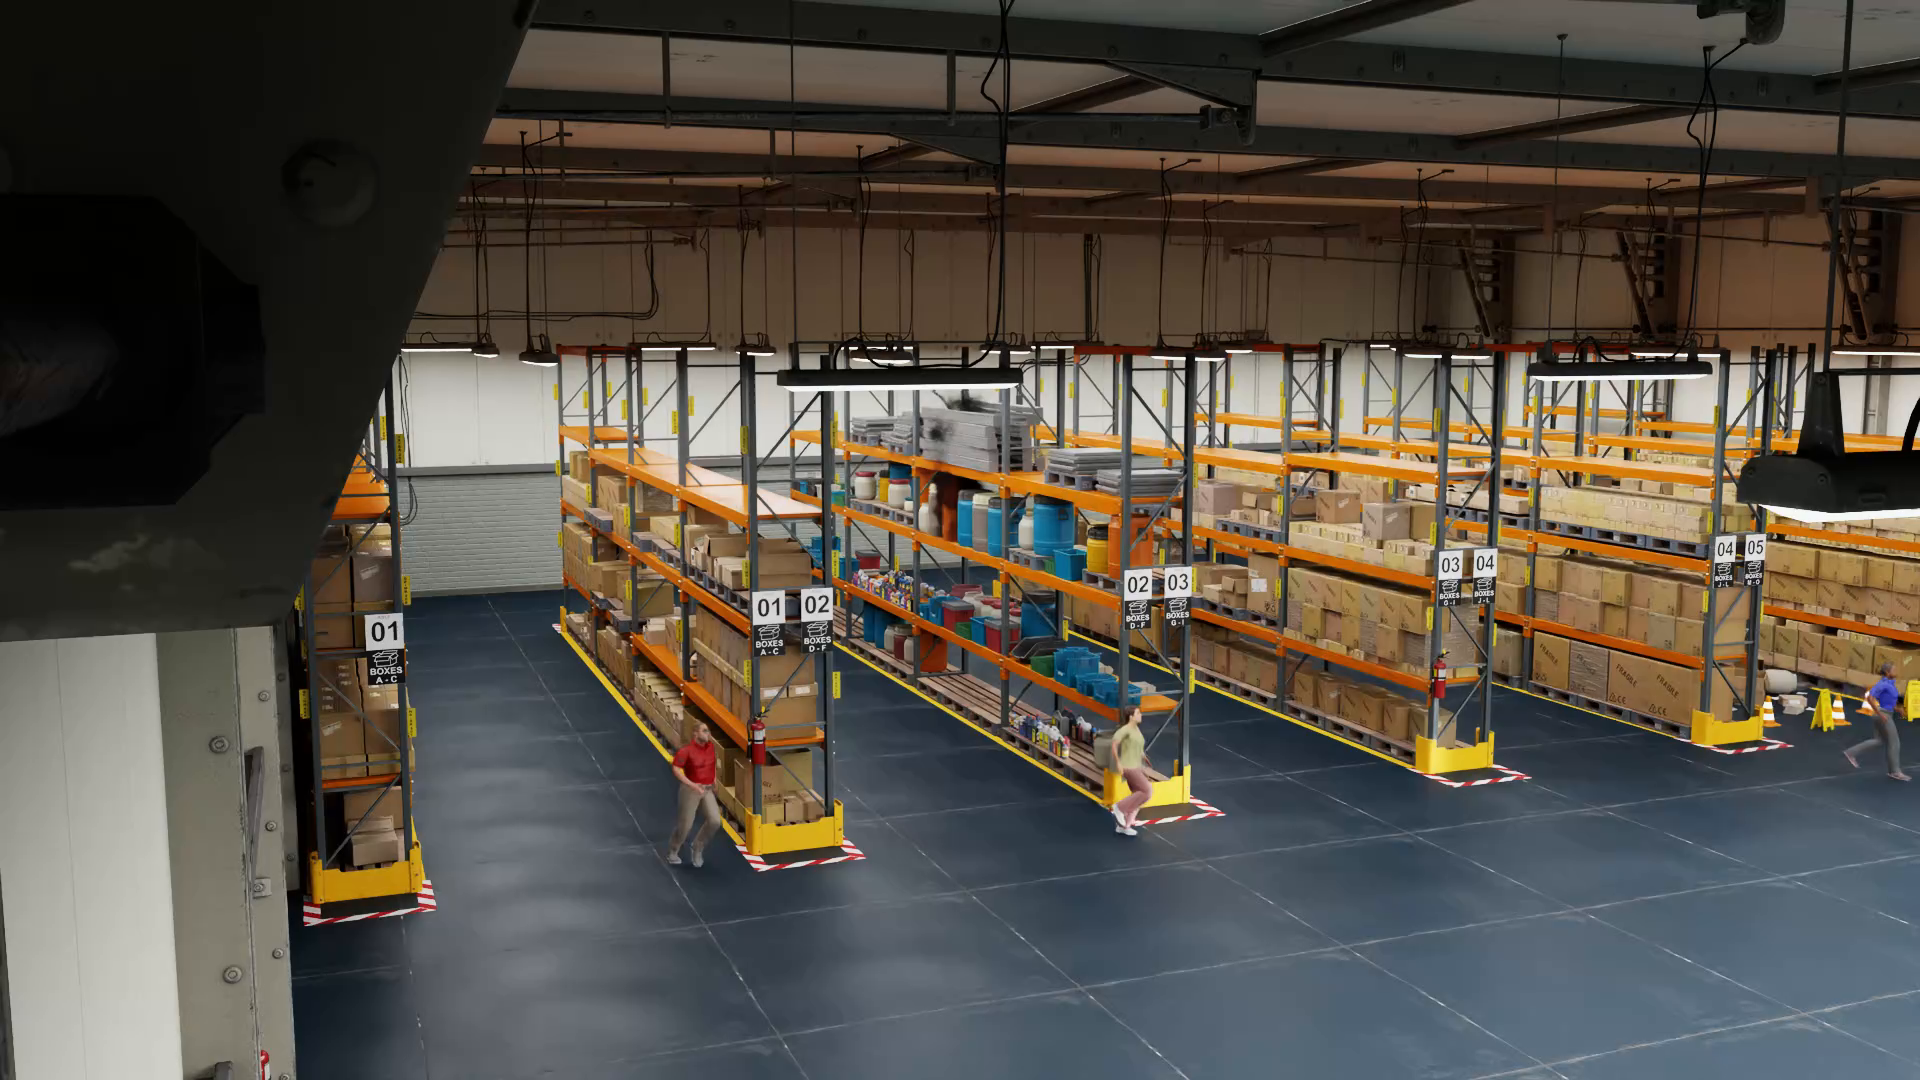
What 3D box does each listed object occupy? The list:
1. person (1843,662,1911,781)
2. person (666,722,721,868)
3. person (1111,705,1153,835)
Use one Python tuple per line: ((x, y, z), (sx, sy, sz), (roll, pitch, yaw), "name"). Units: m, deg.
((13.029, 2.537, 23.523), (0.854, 1.654, 0.595), (5, 9, 34), "person")
((-3.097, 3.014, 19.725), (0.646, 1.720, 0.721), (7, 10, 44), "person")
((2.223, 2.880, 20.971), (0.524, 1.596, 0.612), (3, 8, 24), "person")
